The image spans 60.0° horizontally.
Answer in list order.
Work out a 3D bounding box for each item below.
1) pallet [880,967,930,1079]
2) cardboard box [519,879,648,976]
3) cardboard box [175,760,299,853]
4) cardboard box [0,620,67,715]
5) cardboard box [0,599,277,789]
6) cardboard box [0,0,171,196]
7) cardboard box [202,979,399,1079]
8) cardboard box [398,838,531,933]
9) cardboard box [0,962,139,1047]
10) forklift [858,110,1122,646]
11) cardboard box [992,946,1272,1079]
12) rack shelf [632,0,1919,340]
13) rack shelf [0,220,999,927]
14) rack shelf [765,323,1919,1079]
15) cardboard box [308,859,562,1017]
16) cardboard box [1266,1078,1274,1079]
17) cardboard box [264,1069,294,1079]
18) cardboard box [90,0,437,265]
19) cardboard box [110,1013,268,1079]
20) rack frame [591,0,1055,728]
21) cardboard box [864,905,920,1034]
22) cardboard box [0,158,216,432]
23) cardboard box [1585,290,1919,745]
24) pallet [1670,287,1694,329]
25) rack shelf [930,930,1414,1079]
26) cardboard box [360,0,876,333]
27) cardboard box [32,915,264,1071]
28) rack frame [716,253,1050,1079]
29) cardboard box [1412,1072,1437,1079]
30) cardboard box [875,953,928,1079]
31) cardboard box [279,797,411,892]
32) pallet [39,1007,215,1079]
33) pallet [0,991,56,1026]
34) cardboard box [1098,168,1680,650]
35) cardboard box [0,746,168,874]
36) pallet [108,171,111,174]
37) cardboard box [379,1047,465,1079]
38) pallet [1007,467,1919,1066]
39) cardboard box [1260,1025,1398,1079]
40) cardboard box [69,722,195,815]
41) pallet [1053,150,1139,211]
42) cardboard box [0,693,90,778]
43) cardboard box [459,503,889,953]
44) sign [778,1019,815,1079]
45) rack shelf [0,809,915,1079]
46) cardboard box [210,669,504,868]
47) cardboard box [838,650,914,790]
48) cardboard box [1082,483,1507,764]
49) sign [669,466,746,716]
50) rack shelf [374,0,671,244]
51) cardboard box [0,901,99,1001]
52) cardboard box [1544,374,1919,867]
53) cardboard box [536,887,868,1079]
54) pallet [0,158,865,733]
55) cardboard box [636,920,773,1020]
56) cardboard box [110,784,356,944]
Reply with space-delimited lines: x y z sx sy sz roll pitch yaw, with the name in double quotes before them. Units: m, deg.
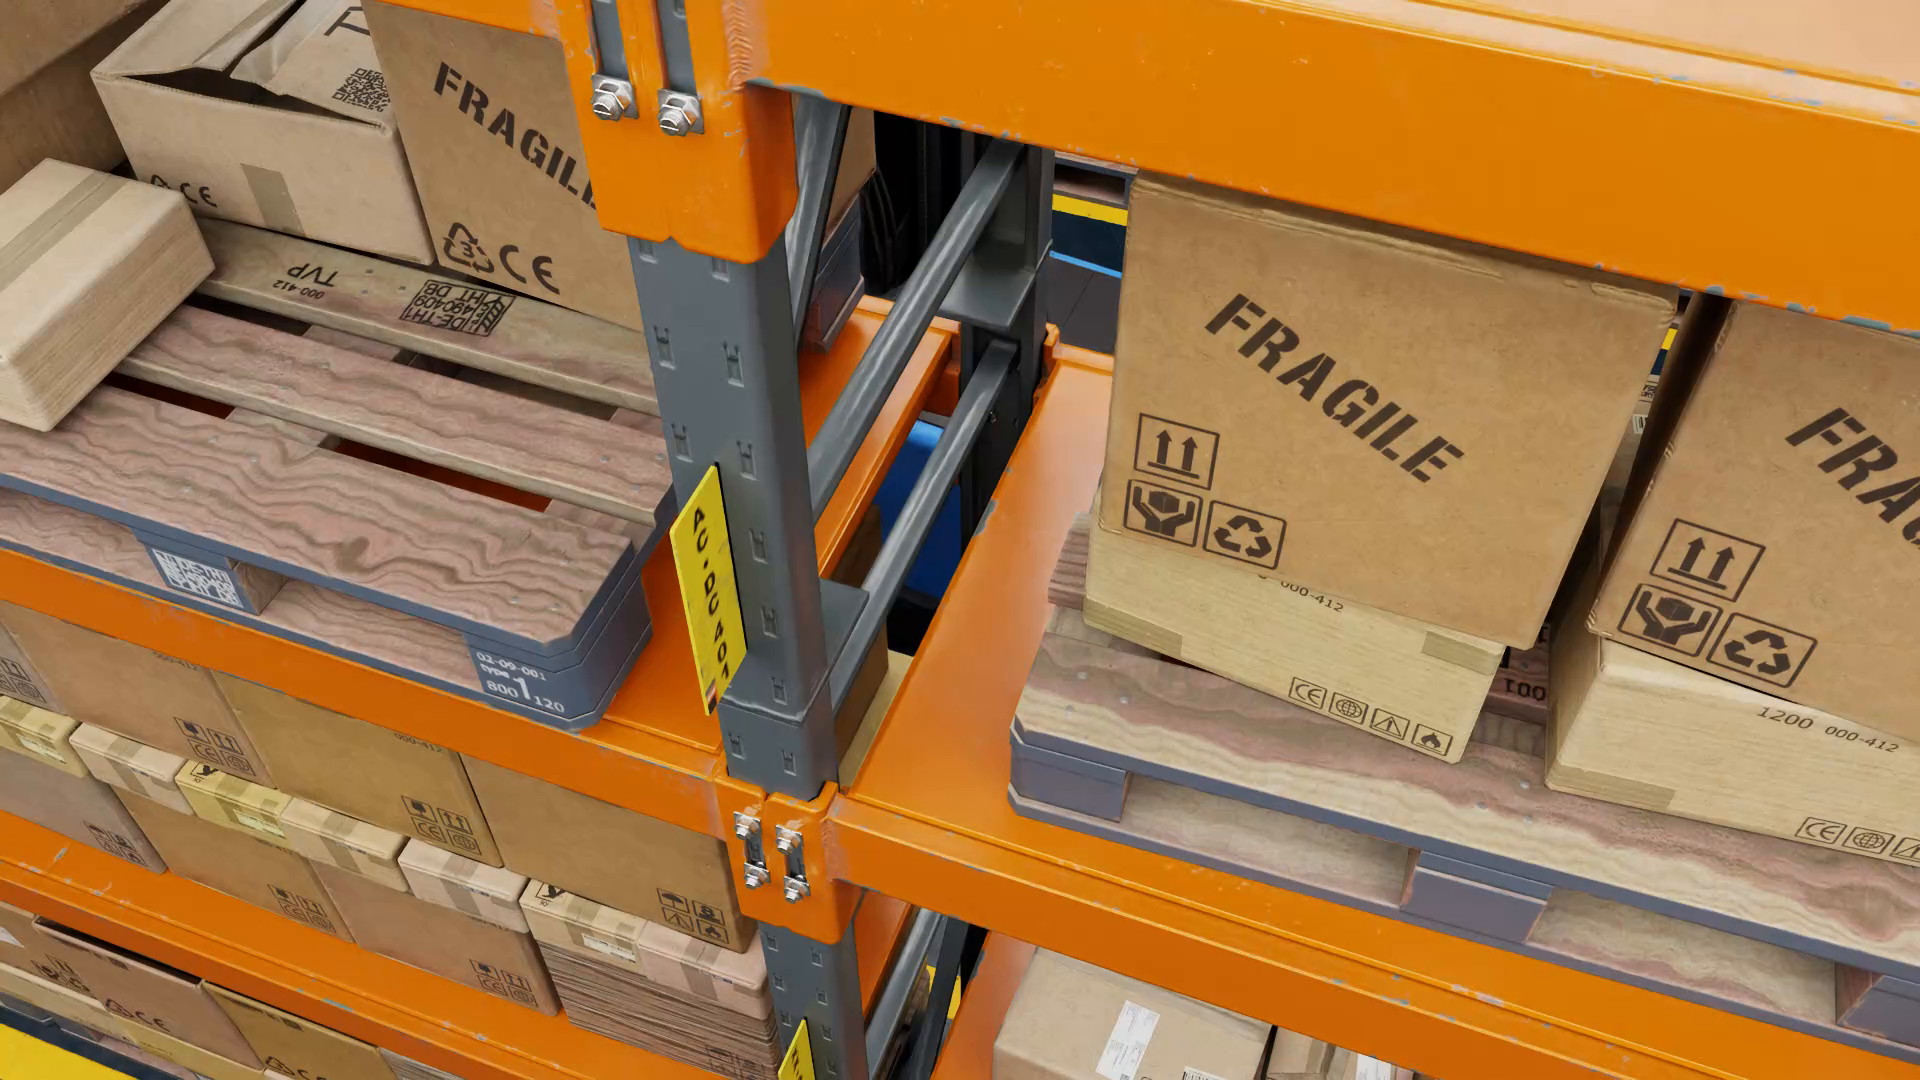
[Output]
"pallet" -0.815 1.522 4.791 1.213 0.211 1.003 16 51 13
"cardboard box" -0.644 0.616 3.236 0.250 0.149 0.380 15 51 12
"cardboard box" -1.366 0.414 3.410 0.250 0.149 0.380 15 51 13
"cardboard box" -1.914 -0.117 3.442 0.500 0.500 0.700 16 51 13
"cardboard box" -1.446 0.014 3.328 0.500 0.500 0.700 16 51 13
"cardboard box" -1.584 -0.874 2.598 0.637 0.503 0.797 21 52 17
"cardboard box" -1.529 1.130 4.331 0.500 0.500 0.500 16 51 13
"cardboard box" -0.890 0.549 3.294 0.250 0.149 0.380 14 51 12
"cardboard box" -2.470 1.120 4.836 0.500 0.250 0.500 16 51 13
"forklift" -0.769 -1.247 5.391 3.031 2.935 1.130 20 52 17
"cardboard box" 0.394 0.994 3.503 0.500 0.250 0.500 19 52 15
"rack shelf" 1.793 -0.228 1.233 4.000 0.370 1.077 16 51 13
"rack shelf" -1.959 -0.424 3.123 4.000 0.370 1.077 16 51 13
"rack shelf" 1.793 0.624 2.216 4.000 0.370 1.077 16 51 13
"cardboard box" -0.999 0.569 3.706 0.500 0.500 0.700 15 51 13
"cardboard box" 0.677 1.306 3.299 0.250 0.149 0.380 16 51 13
"cardboard box" -1.534 1.385 4.607 0.500 0.250 0.500 16 51 13
"cardboard box" -0.971 -0.750 2.619 0.500 0.311 0.500 13 50 11
"cardboard box" -2.003 1.254 4.720 0.500 0.250 0.500 16 51 13
"rack frame" -0.083 -1.118 1.264 0.127 3.000 1.000 16 51 13
"cardboard box" -0.410 1.021 4.426 0.500 0.500 0.500 16 51 13
"cardboard box" -1.309 -0.359 2.387 0.250 0.149 0.380 16 51 13
"cardboard box" 1.024 -0.148 1.733 0.500 0.500 0.500 20 52 17
"pallet" 3.509 -1.231 7.178 1.213 0.211 1.003 16 51 13
"rack shelf" 1.793 1.606 3.349 4.000 0.370 1.077 16 51 13
"cardboard box" -0.464 -0.671 2.425 0.500 0.500 0.500 19 52 16
"cardboard box" -2.003 1.009 4.436 0.500 0.500 0.500 16 51 13
"rack frame" -0.083 0.847 3.531 0.127 3.000 1.000 16 51 13
"cardboard box" 1.126 1.165 3.190 0.500 0.500 0.500 19 52 16
"cardboard box" -0.413 1.273 4.703 0.500 0.250 0.500 16 51 13
"cardboard box" -1.137 0.481 3.353 0.250 0.149 0.380 15 51 13
"pallet" -1.963 1.204 5.067 1.213 0.211 1.003 16 51 13
"pallet" -3.104 0.883 5.345 1.213 0.211 1.003 16 51 13
"cardboard box" 0.482 -0.280 1.848 0.500 0.500 0.500 16 51 14
"cardboard box" -1.949 0.301 3.938 0.500 0.500 0.700 17 51 14
"pallet" -2.033 -0.632 2.887 1.213 0.211 1.003 16 51 13
"cardboard box" -1.059 1.258 4.220 0.500 0.500 0.500 16 51 13
"pallet" 0.749 0.149 2.278 1.217 0.209 0.805 14 50 12
"cardboard box" 0.805 0.991 3.495 0.258 0.266 0.396 14 51 12
"cardboard box" -1.603 0.349 3.468 0.250 0.149 0.380 17 51 14
"pallet" 0.988 -1.903 7.760 1.213 0.211 1.003 16 51 13
"cardboard box" -1.853 0.281 3.526 0.250 0.149 0.380 17 51 14
"cardboard box" -0.502 0.277 3.100 0.500 0.500 0.700 16 51 13
"sign" -0.274 0.931 2.833 0.005 0.325 0.100 16 51 13
"rack shelf" -1.959 0.559 4.257 4.000 0.370 1.077 16 51 13
"cardboard box" -0.976 0.146 3.214 0.500 0.500 0.700 15 51 13
"cardboard box" -0.268 0.394 3.428 0.250 0.149 0.380 16 51 13
"cardboard box" 0.491 -0.056 2.150 0.500 0.250 0.500 20 52 17
"sign" -0.274 0.063 1.831 0.005 0.325 0.100 16 51 13
"rack shelf" -1.959 -1.275 2.141 4.000 0.370 1.077 16 51 13
"cardboard box" -2.466 0.866 4.560 0.500 0.500 0.500 16 51 13
"cardboard box" 1.008 0.086 2.027 0.500 0.250 0.500 11 50 10
"cardboard box" -0.502 0.702 3.590 0.500 0.500 0.700 14 51 12
"pallet" -0.892 -0.312 2.609 1.213 0.211 1.003 16 51 13
"cardboard box" -0.413 0.682 3.178 0.250 0.149 0.380 16 51 13
"cardboard box" -1.468 0.435 3.822 0.500 0.500 0.700 16 51 14
